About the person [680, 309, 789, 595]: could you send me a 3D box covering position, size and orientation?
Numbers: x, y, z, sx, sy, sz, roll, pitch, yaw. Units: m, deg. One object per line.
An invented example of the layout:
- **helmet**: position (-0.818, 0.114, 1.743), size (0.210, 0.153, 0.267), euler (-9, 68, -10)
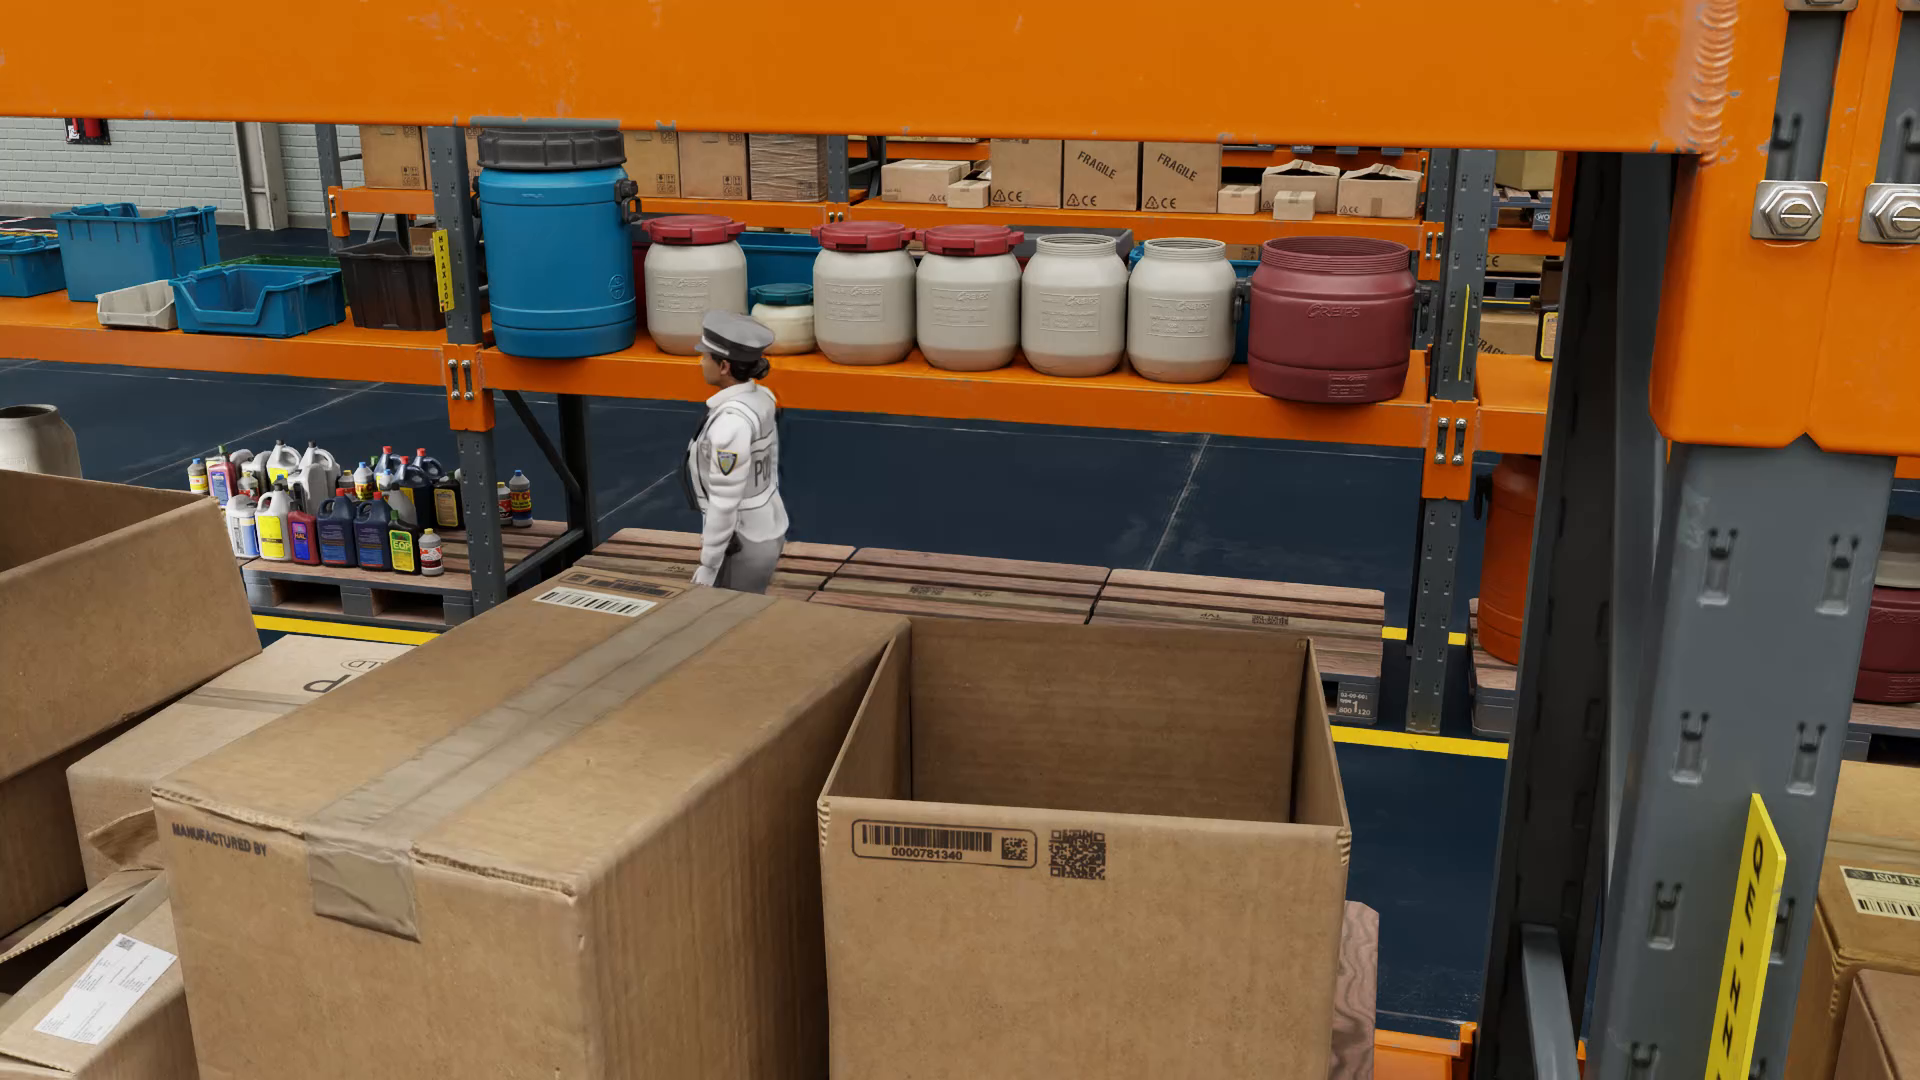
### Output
- **person**: position (-0.751, 0.016, 5.887), size (0.445, 1.679, 0.492), euler (1, 18, 4)
